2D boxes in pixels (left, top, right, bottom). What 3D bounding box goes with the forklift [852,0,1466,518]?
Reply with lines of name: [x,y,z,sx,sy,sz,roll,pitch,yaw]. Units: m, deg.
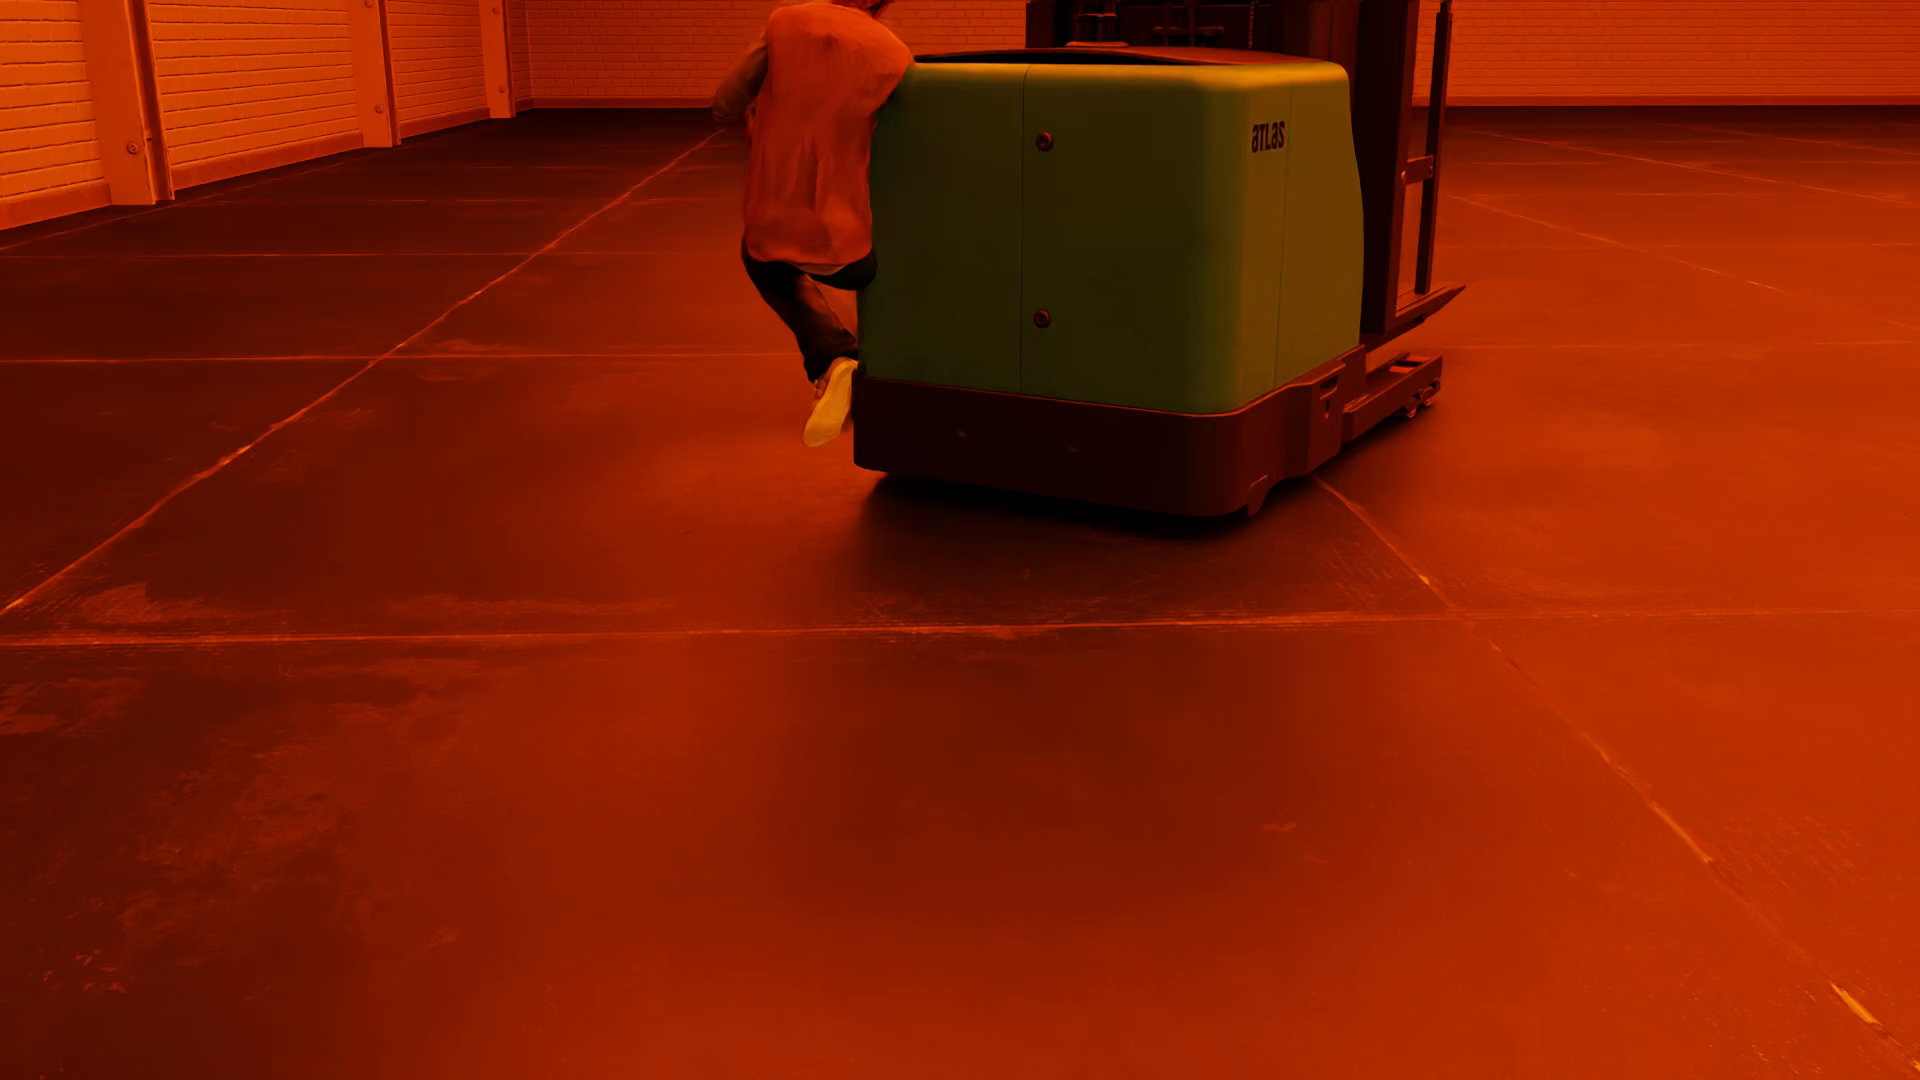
forklift: [0.890,-1.835,4.905,1.130,2.935,3.031,9,19,28]

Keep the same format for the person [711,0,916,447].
person: [-0.227,-0.858,4.304,0.766,1.358,0.709,4,17,13]
